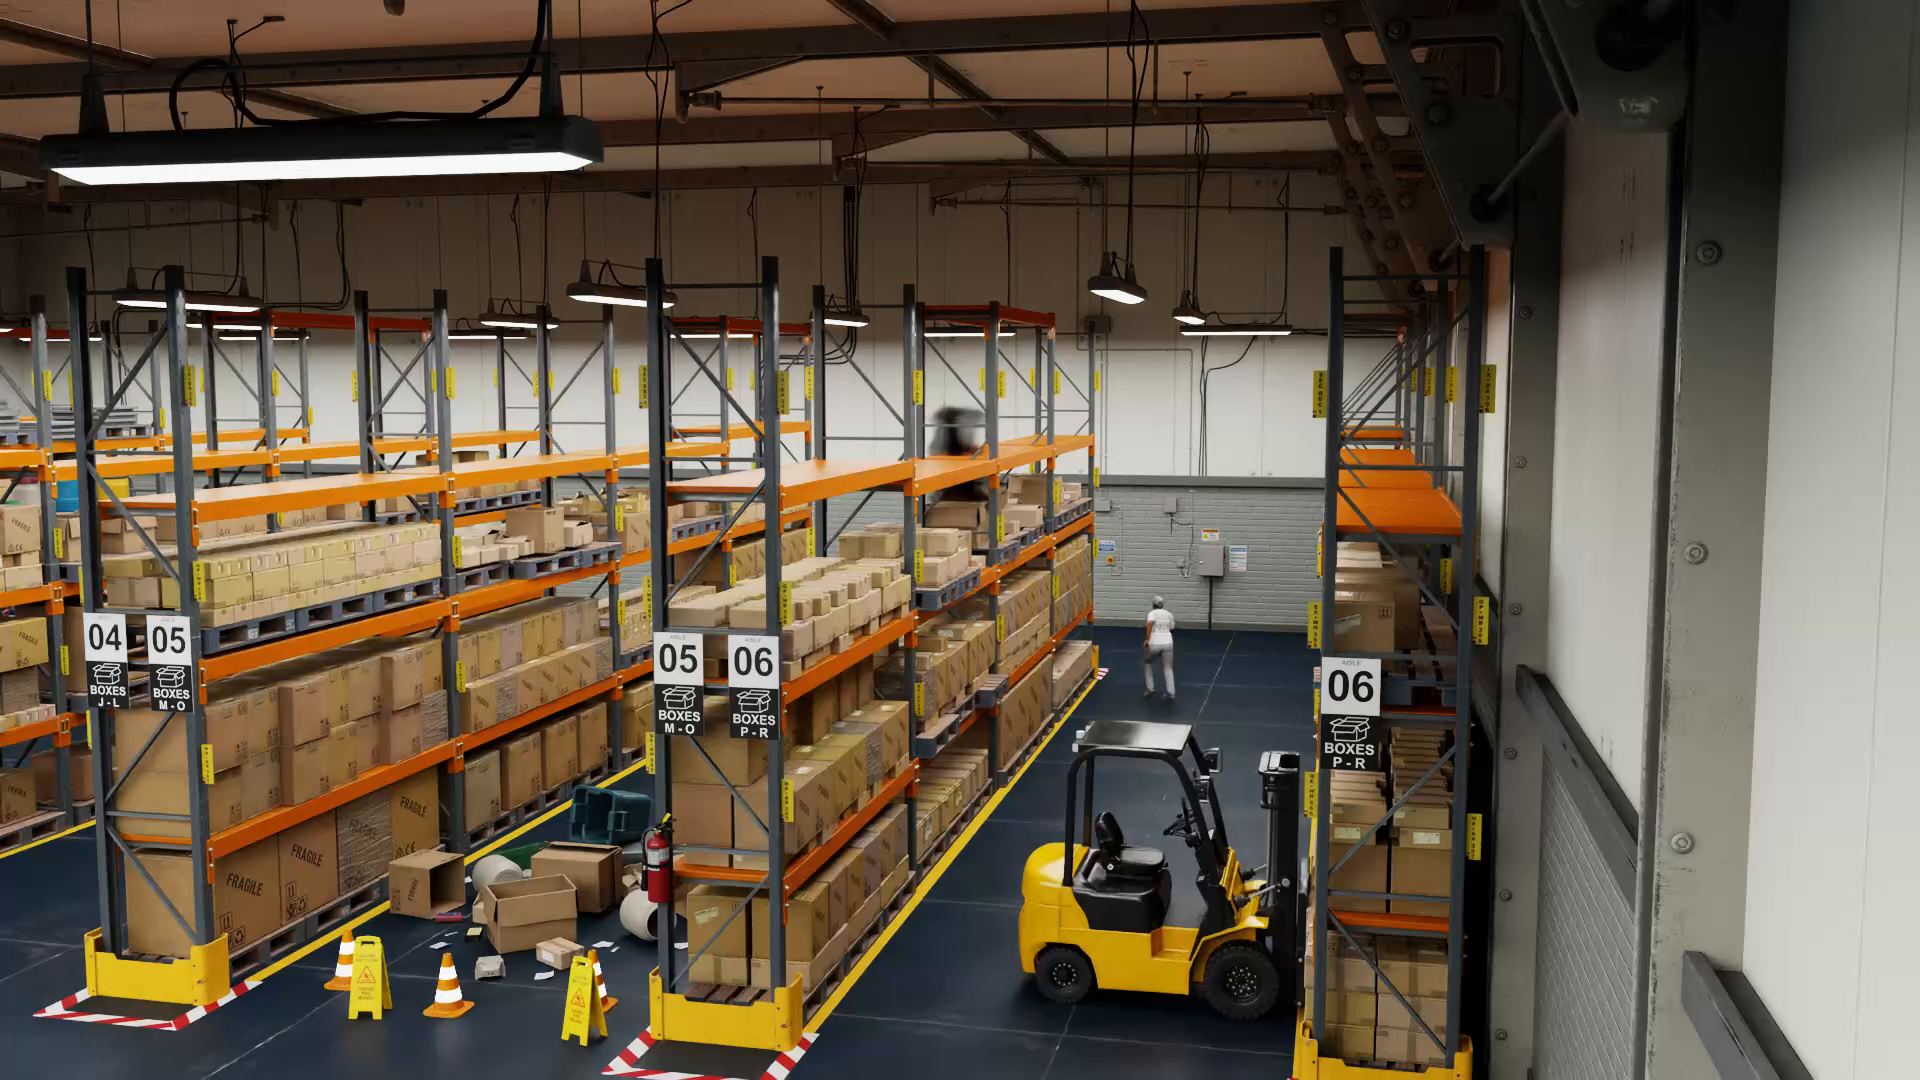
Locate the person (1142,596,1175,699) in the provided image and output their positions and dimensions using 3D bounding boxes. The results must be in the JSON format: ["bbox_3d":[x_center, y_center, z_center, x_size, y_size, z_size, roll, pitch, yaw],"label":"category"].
[{"bbox_3d":[3.146,1.719,26.255,0.600,1.639,0.953,-1,6,-11],"label":"person"}]
